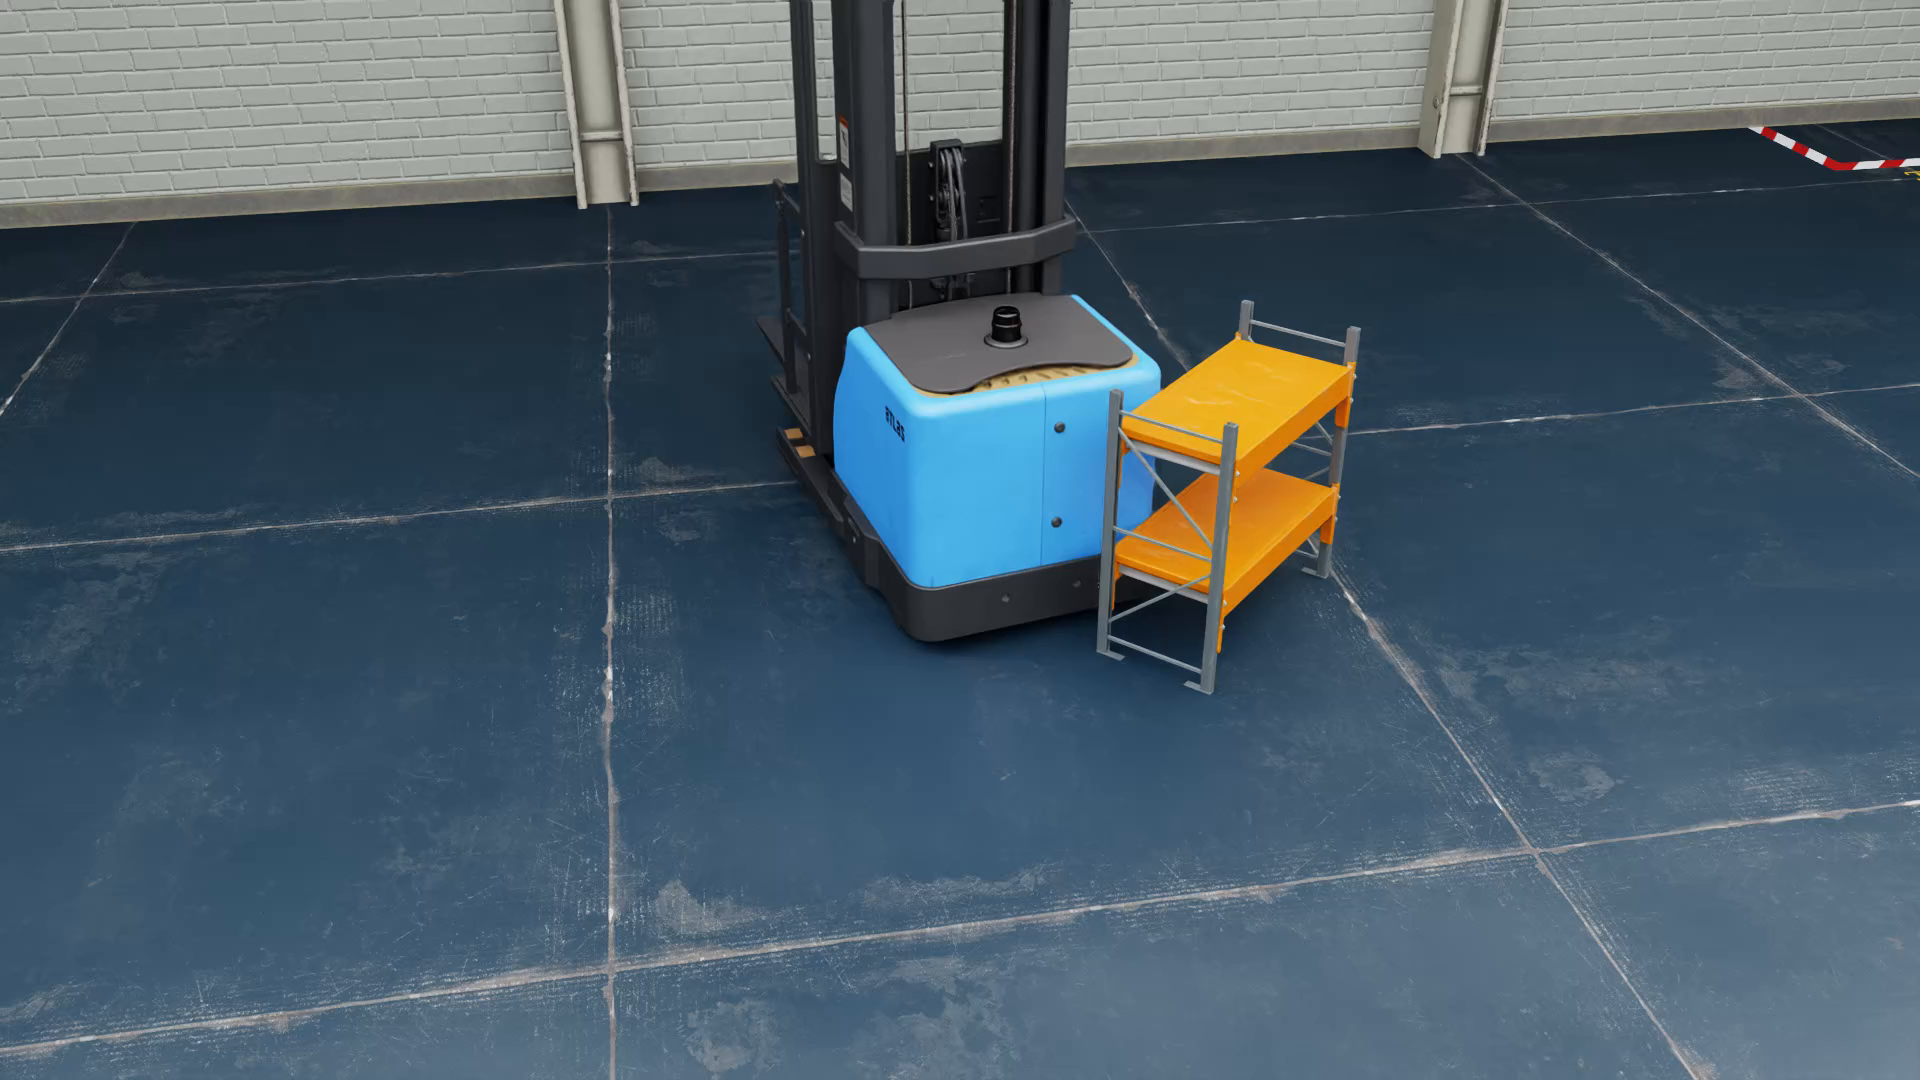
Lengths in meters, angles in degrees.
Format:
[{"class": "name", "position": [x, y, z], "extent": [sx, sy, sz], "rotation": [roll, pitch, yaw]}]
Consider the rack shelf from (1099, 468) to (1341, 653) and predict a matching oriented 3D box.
[{"class": "rack shelf", "position": [1.041, 0.021, 6.587], "extent": [0.538, 0.278, 1.000], "rotation": [20, 36, 30]}]

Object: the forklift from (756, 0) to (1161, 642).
[{"class": "forklift", "position": [-0.223, -1.603, 7.084], "extent": [1.130, 2.935, 3.031], "rotation": [-11, 32, -18]}]

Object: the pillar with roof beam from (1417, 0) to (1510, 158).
[{"class": "pillar with roof beam", "position": [4.328, -4.559, 6.125], "extent": [0.400, 9.000, 9.100], "rotation": [-5, 31, -9]}]

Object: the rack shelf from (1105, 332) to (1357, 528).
[{"class": "rack shelf", "position": [1.041, -0.442, 6.314], "extent": [0.538, 0.278, 1.000], "rotation": [20, 36, 30]}]

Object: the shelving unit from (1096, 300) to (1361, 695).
[{"class": "shelving unit", "position": [1.041, -0.190, 6.463], "extent": [0.538, 1.125, 1.048], "rotation": [20, 36, 30]}]

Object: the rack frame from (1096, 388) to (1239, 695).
[{"class": "rack frame", "position": [0.745, 0.020, 6.106], "extent": [0.500, 1.125, 0.032], "rotation": [20, 36, 30]}]

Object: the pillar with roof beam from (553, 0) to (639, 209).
[{"class": "pillar with roof beam", "position": [-1.574, -4.011, 5.193], "extent": [0.400, 9.000, 9.100], "rotation": [-5, 31, -9]}]

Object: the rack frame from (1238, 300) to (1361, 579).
[{"class": "rack frame", "position": [1.336, -0.399, 6.819], "extent": [0.500, 1.125, 0.032], "rotation": [20, 36, 30]}]
